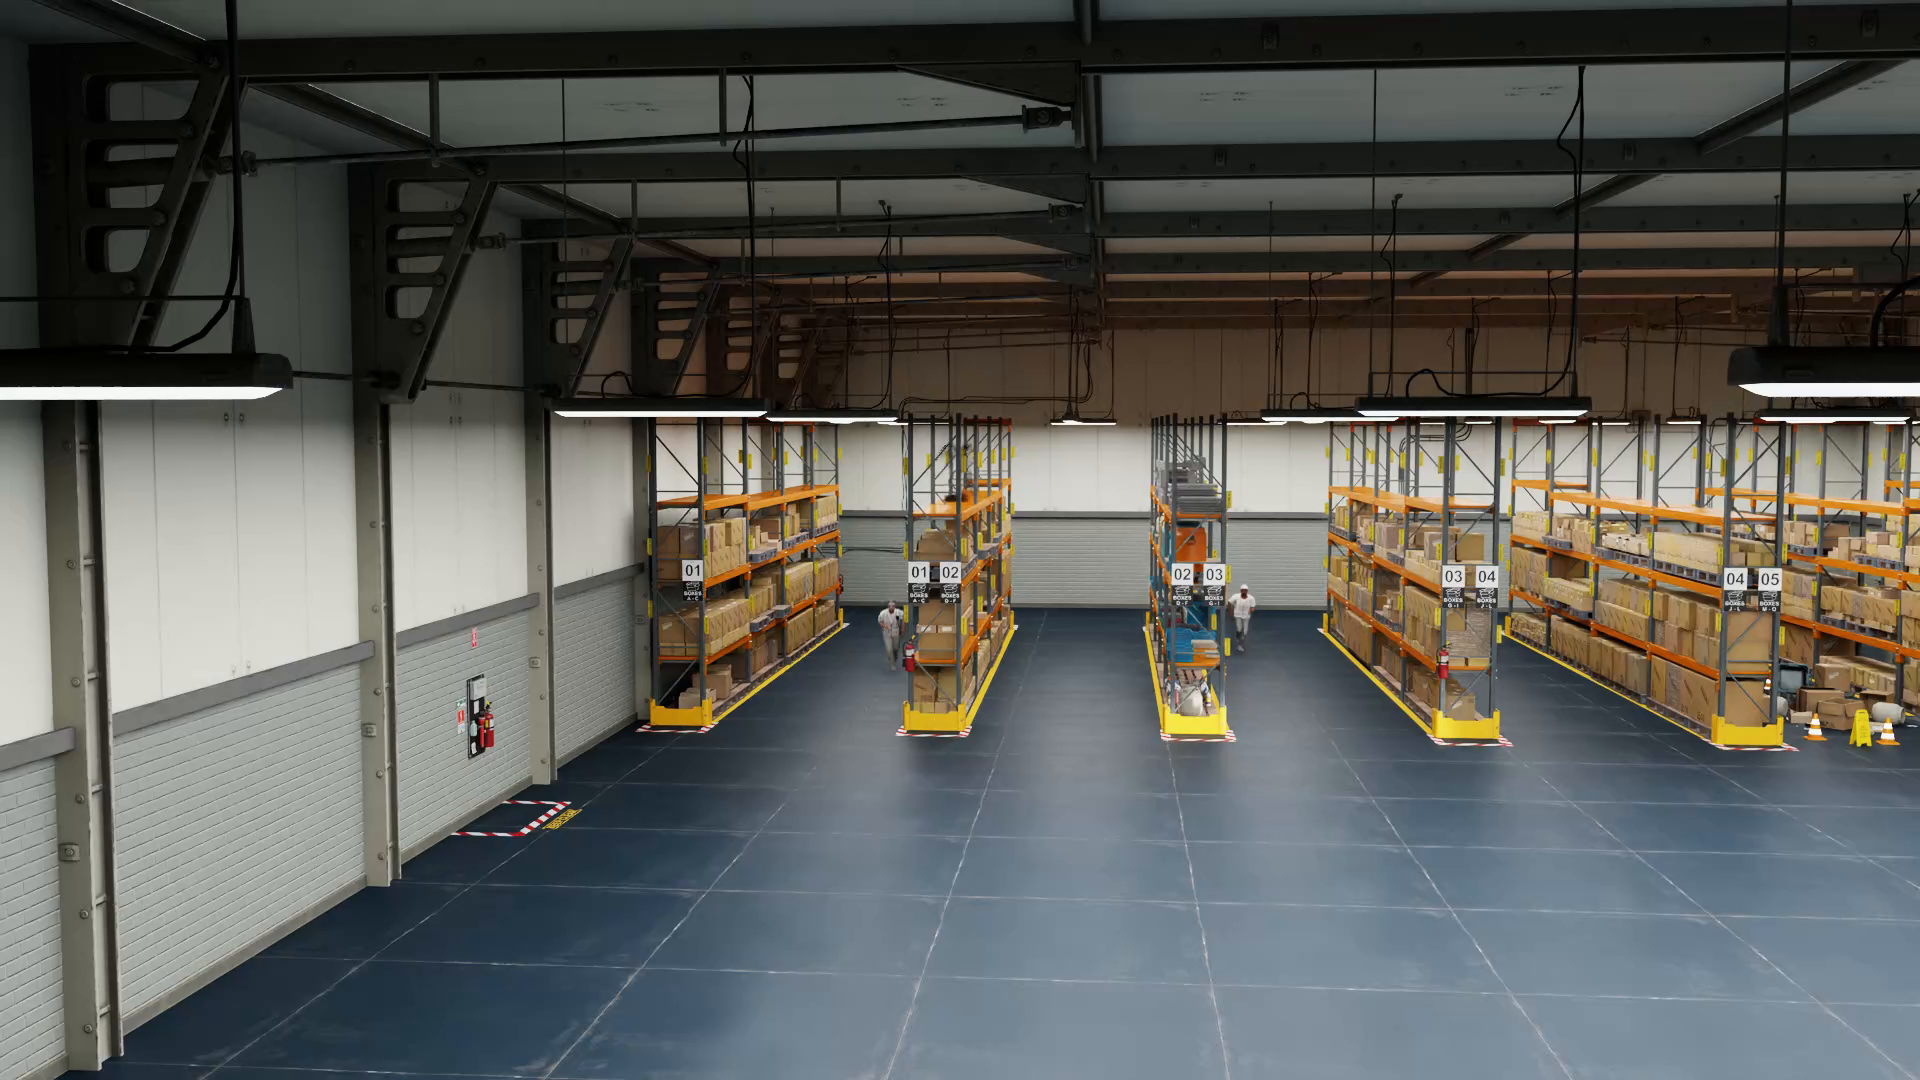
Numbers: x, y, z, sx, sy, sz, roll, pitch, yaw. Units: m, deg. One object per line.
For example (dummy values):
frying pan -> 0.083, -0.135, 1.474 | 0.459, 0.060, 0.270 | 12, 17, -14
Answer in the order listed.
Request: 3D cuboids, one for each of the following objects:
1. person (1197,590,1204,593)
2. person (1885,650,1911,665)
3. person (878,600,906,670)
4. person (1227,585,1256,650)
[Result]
person -> 7.292, 1.535, 49.433 | 0.568, 1.731, 0.654 | 2, 4, 31
person -> 21.672, 2.302, 38.408 | 0.575, 1.693, 0.959 | 0, 4, -1
person -> -1.608, 2.243, 39.377 | 0.654, 1.702, 0.733 | 0, 4, 2
person -> 7.237, 1.993, 42.620 | 0.696, 1.714, 0.623 | 0, 4, -1
